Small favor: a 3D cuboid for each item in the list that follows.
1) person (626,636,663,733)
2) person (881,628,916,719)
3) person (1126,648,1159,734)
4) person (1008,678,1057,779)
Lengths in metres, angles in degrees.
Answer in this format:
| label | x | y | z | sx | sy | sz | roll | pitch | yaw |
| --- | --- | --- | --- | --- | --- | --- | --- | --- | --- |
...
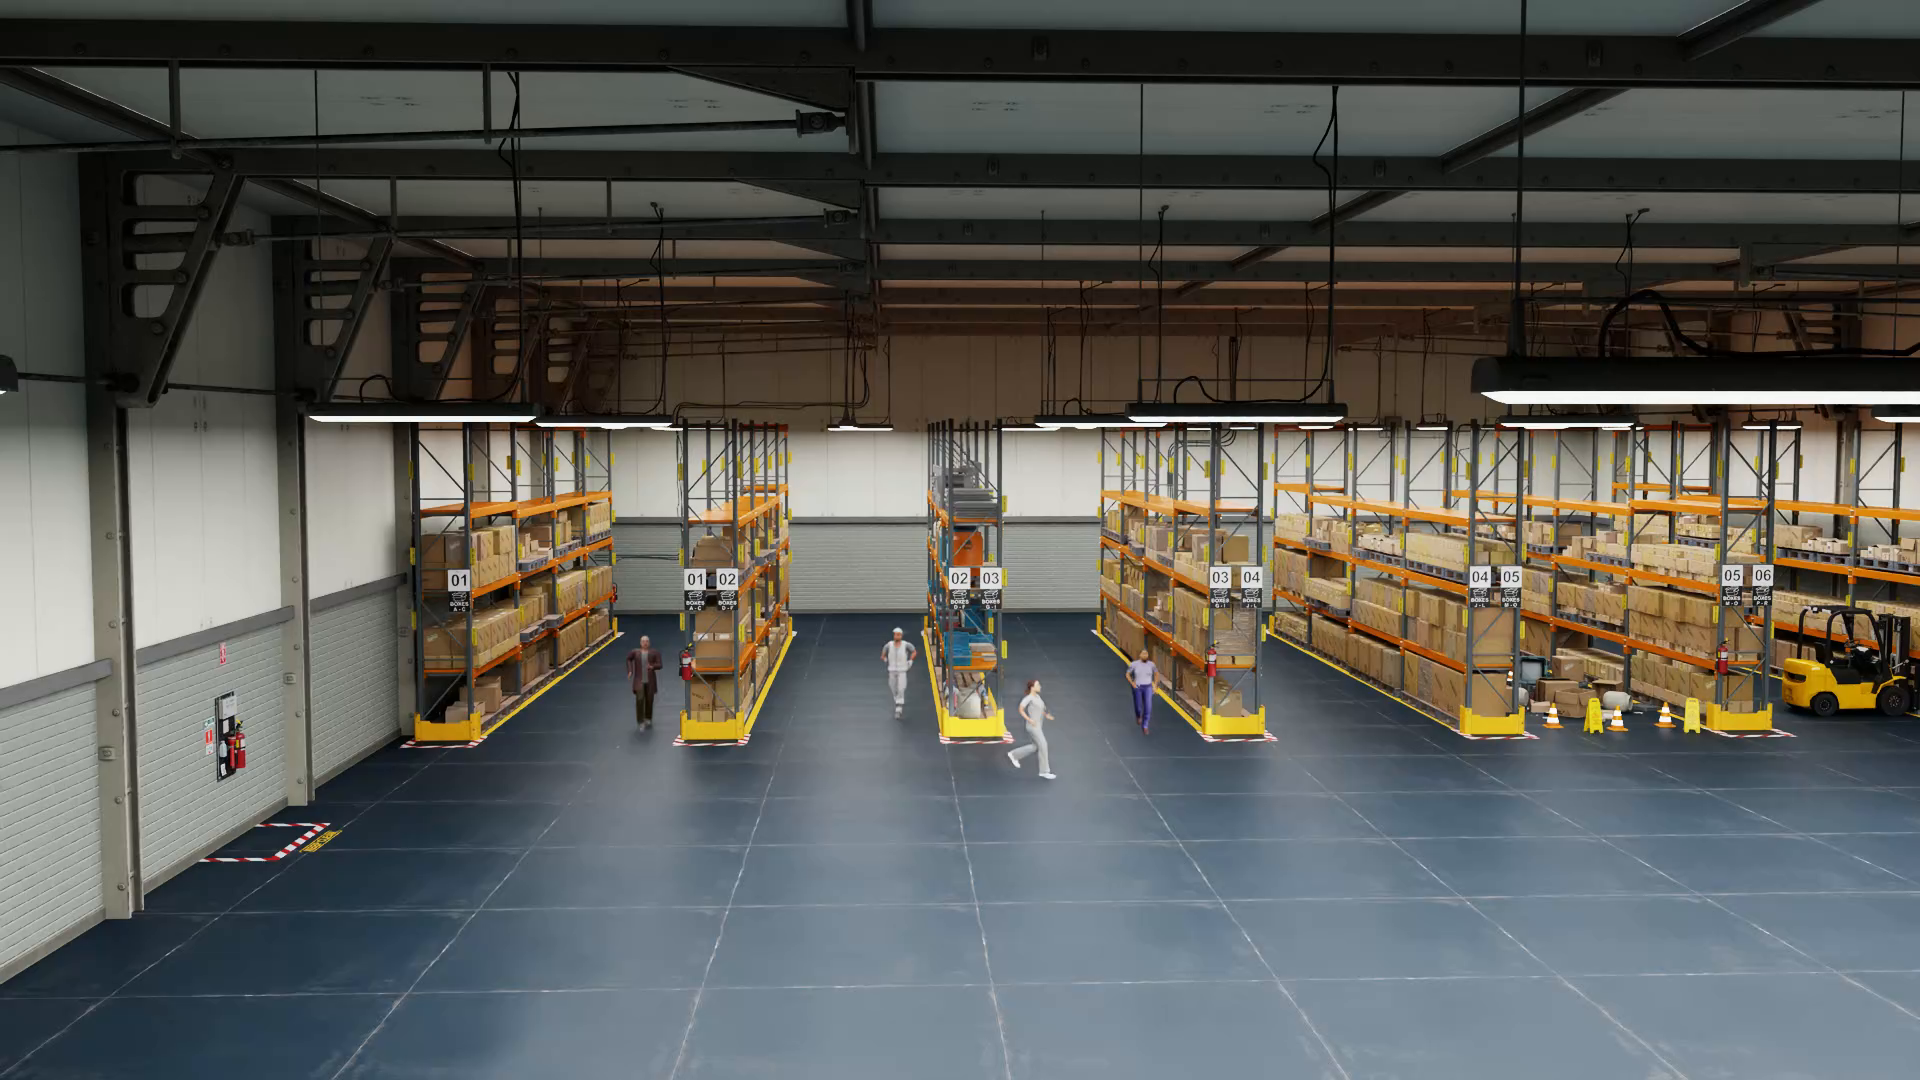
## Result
| label | x | y | z | sx | sy | sz | roll | pitch | yaw |
| --- | --- | --- | --- | --- | --- | --- | --- | --- | --- |
| person | -6.097 | 2.763 | 32.182 | 0.675 | 1.830 | 0.864 | -1 | 4 | -14 |
| person | -1.261 | 2.641 | 33.371 | 0.680 | 1.762 | 1.025 | 1 | 4 | 12 |
| person | 3.512 | 2.893 | 31.939 | 0.641 | 1.613 | 0.588 | 0 | 4 | 2 |
| person | 1.195 | 3.130 | 27.703 | 0.867 | 1.667 | 0.567 | 1 | 4 | 19 |
